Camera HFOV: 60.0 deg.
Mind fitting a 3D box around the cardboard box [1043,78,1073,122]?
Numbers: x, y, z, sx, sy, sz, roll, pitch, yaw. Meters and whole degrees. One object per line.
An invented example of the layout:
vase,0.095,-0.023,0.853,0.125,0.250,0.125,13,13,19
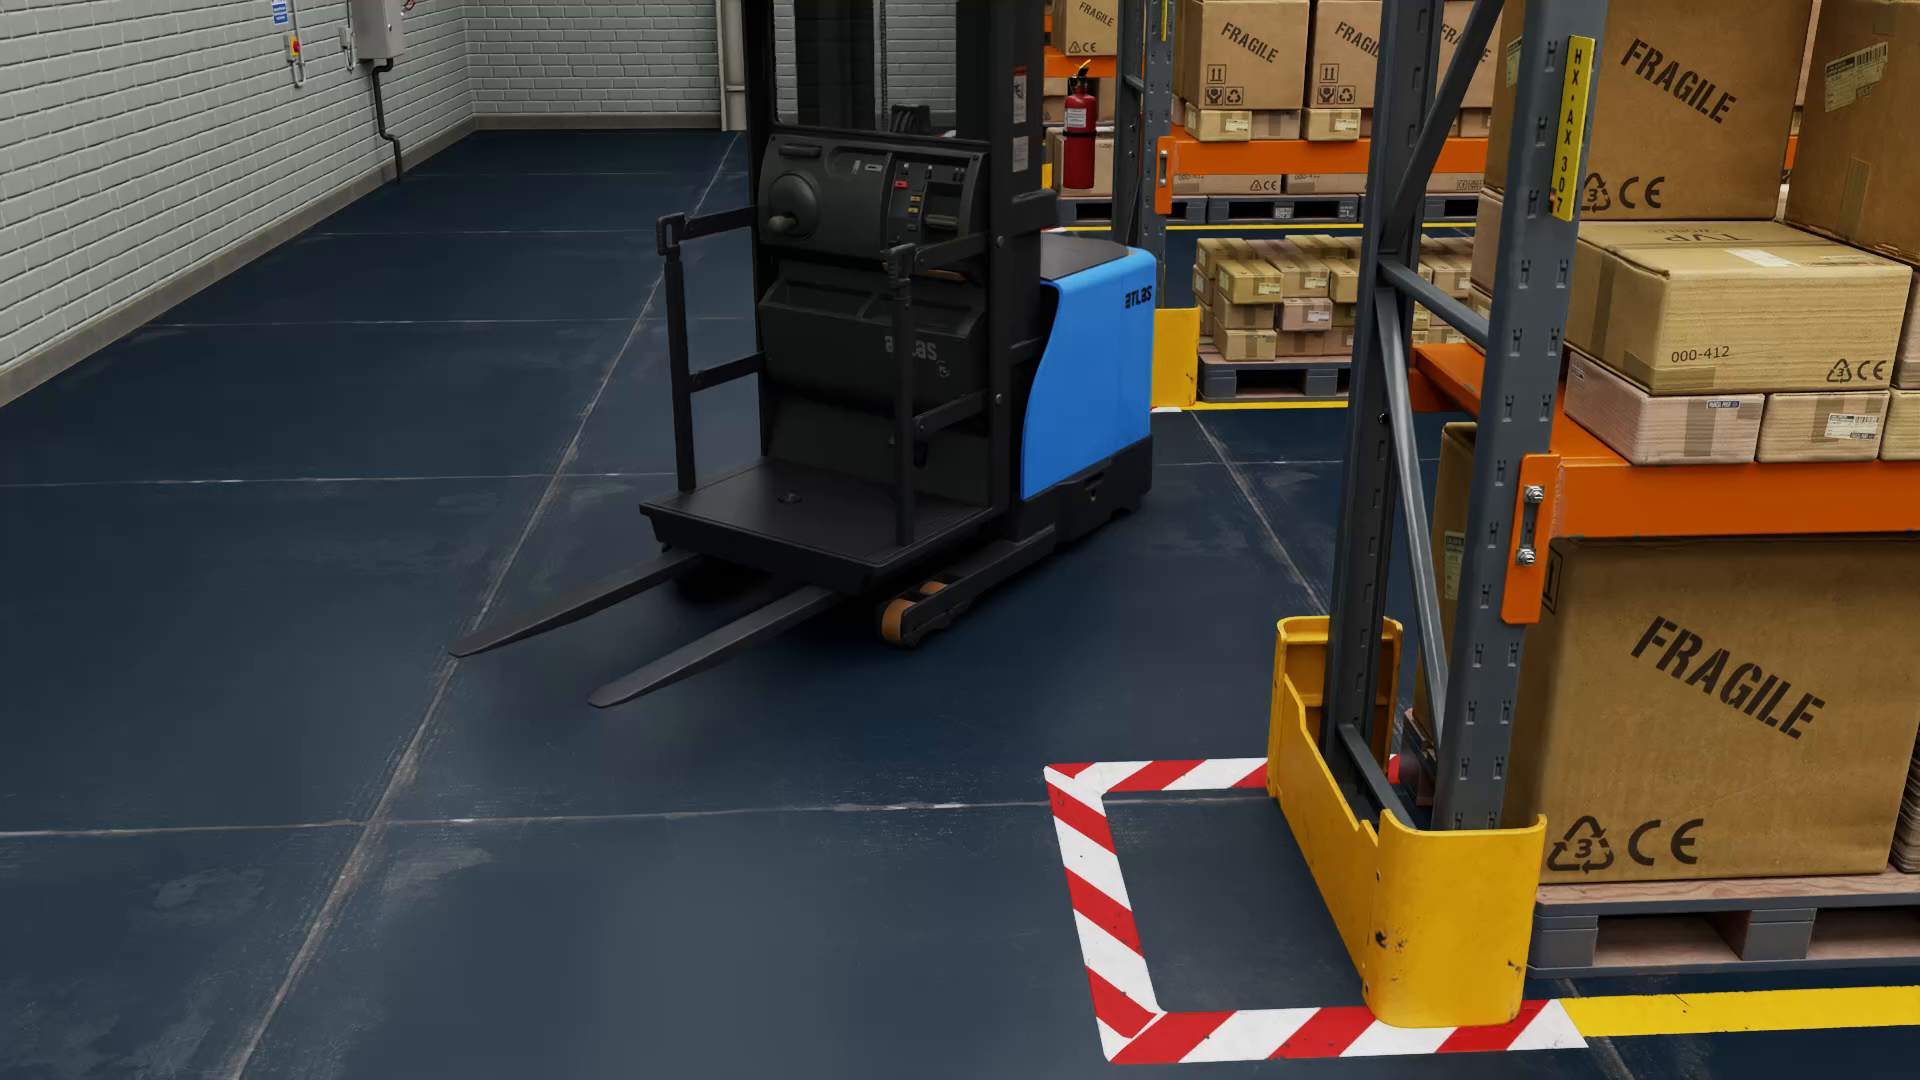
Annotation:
cardboard box,0.865,-4.806,17.947,0.637,0.503,0.797,-2,21,-5

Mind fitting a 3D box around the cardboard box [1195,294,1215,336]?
cardboard box,1.433,-1.227,9.045,0.250,0.149,0.380,-1,21,-2

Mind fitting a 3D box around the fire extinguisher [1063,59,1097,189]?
fire extinguisher,0.642,-2.227,8.887,0.183,0.674,0.296,-1,21,-3

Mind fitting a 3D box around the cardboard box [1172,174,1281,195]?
cardboard box,2.102,-3.104,13.569,0.875,0.438,0.875,-1,21,-2

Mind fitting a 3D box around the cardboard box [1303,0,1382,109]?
cardboard box,1.916,-2.395,8.137,0.500,0.500,0.500,-1,21,-3

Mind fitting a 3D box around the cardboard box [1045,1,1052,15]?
cardboard box,0.844,-5.611,17.497,0.250,0.149,0.380,-1,21,-2

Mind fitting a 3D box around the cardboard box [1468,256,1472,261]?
cardboard box,2.775,-1.344,8.516,0.250,0.149,0.380,-1,21,-2

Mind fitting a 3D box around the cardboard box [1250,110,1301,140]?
cardboard box,1.513,-2.071,8.198,0.250,0.149,0.380,0,21,-1

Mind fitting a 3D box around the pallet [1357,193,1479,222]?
pallet,3.766,-2.825,13.745,1.213,0.211,1.003,-1,21,-3

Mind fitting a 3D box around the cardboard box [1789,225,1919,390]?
cardboard box,2.115,-0.510,3.537,0.500,0.250,0.500,-1,21,-4

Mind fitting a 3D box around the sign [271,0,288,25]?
sign,-5.150,-4.020,12.584,0.001,0.218,0.327,-1,21,-3

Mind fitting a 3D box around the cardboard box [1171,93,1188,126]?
cardboard box,1.229,-2.268,8.715,0.250,0.149,0.380,-1,21,-3

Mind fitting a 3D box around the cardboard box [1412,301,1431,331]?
cardboard box,2.236,-1.189,8.527,0.250,0.149,0.380,-1,21,-1

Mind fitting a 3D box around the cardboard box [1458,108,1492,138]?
cardboard box,2.556,-2.103,8.282,0.250,0.149,0.380,-2,21,-4

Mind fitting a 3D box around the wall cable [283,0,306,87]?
wall cable,-5.092,-4.401,12.494,0.123,1.953,0.585,-1,21,-3

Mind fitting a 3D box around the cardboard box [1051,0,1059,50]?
cardboard box,1.003,-4.185,13.257,0.500,0.500,0.500,-1,21,-3

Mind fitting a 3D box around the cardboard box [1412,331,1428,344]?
cardboard box,2.227,-1.047,8.573,0.250,0.149,0.380,-1,21,-2

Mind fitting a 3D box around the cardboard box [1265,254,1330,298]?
cardboard box,1.730,-1.359,8.554,0.250,0.149,0.380,-1,21,-2

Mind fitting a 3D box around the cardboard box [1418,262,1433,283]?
cardboard box,2.232,-1.353,8.538,0.250,0.149,0.380,-2,21,-6

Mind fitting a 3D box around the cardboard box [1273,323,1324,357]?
cardboard box,1.718,-1.074,8.642,0.250,0.149,0.380,-1,21,-3

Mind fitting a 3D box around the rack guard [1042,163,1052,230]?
rack guard,0.512,-2.866,13.446,0.348,0.500,1.175,-1,21,-3

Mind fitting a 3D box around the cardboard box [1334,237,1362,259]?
cardboard box,2.201,-1.539,9.028,0.250,0.149,0.380,-2,21,-5

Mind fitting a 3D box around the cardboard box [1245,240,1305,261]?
cardboard box,1.688,-1.506,8.941,0.250,0.149,0.380,-1,21,-2

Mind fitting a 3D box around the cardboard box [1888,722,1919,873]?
cardboard box,2.645,0.222,4.217,0.875,0.875,0.875,-1,21,-3

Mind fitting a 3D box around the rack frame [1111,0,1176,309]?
rack frame,0.920,-2.278,8.389,0.127,3.000,1.000,-1,21,-3

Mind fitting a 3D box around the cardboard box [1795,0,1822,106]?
cardboard box,3.928,-2.425,8.216,0.500,0.500,0.500,-2,21,-5

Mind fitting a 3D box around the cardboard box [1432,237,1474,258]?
cardboard box,2.736,-1.530,9.004,0.250,0.149,0.380,-2,21,-5

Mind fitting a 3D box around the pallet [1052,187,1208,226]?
pallet,1.330,-2.775,13.614,1.213,0.211,1.003,-1,21,-3

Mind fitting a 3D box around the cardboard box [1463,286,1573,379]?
cardboard box,1.439,-0.521,4.127,0.250,0.149,0.380,-1,21,-2

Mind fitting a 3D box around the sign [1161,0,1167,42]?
sign,0.951,-2.490,7.729,0.005,0.325,0.100,-1,21,-3

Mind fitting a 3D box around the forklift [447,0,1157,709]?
forklift,-0.442,-1.196,5.643,1.130,2.935,3.031,14,25,32

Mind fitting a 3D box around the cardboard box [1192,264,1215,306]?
cardboard box,1.430,-1.393,9.063,0.250,0.149,0.380,-2,21,-5

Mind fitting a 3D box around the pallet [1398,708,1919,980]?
pallet,1.896,0.745,4.368,1.213,0.211,1.003,-1,21,-3

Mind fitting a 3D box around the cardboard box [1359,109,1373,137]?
cardboard box,2.036,-2.111,8.304,0.250,0.149,0.380,0,21,-1

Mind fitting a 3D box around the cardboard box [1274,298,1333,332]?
cardboard box,1.734,-1.186,8.519,0.250,0.149,0.380,-1,21,-3

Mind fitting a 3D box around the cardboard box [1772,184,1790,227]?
cardboard box,2.077,-0.697,4.030,0.500,0.250,0.500,-2,21,-4

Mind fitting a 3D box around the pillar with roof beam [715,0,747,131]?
pillar with roof beam,-2.249,-7.338,13.247,0.400,9.000,9.100,-1,21,-3

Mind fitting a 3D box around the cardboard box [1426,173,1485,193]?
cardboard box,3.897,-3.140,13.664,0.875,0.438,0.875,-1,21,-4

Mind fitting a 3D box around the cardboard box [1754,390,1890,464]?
cardboard box,1.731,-0.293,3.527,0.250,0.149,0.380,-1,21,-4

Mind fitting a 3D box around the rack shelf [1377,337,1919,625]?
rack shelf,3.099,-0.219,3.991,4.000,0.370,1.077,-1,21,-3

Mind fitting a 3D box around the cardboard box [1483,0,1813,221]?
cardboard box,1.573,-1.037,3.868,0.500,0.500,0.500,-1,21,-2

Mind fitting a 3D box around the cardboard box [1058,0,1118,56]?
cardboard box,1.032,-3.989,12.742,0.500,0.500,0.500,-1,21,-3

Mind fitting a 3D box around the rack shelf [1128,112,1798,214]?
rack shelf,2.916,-1.983,8.624,4.000,0.370,1.077,-1,21,-3
